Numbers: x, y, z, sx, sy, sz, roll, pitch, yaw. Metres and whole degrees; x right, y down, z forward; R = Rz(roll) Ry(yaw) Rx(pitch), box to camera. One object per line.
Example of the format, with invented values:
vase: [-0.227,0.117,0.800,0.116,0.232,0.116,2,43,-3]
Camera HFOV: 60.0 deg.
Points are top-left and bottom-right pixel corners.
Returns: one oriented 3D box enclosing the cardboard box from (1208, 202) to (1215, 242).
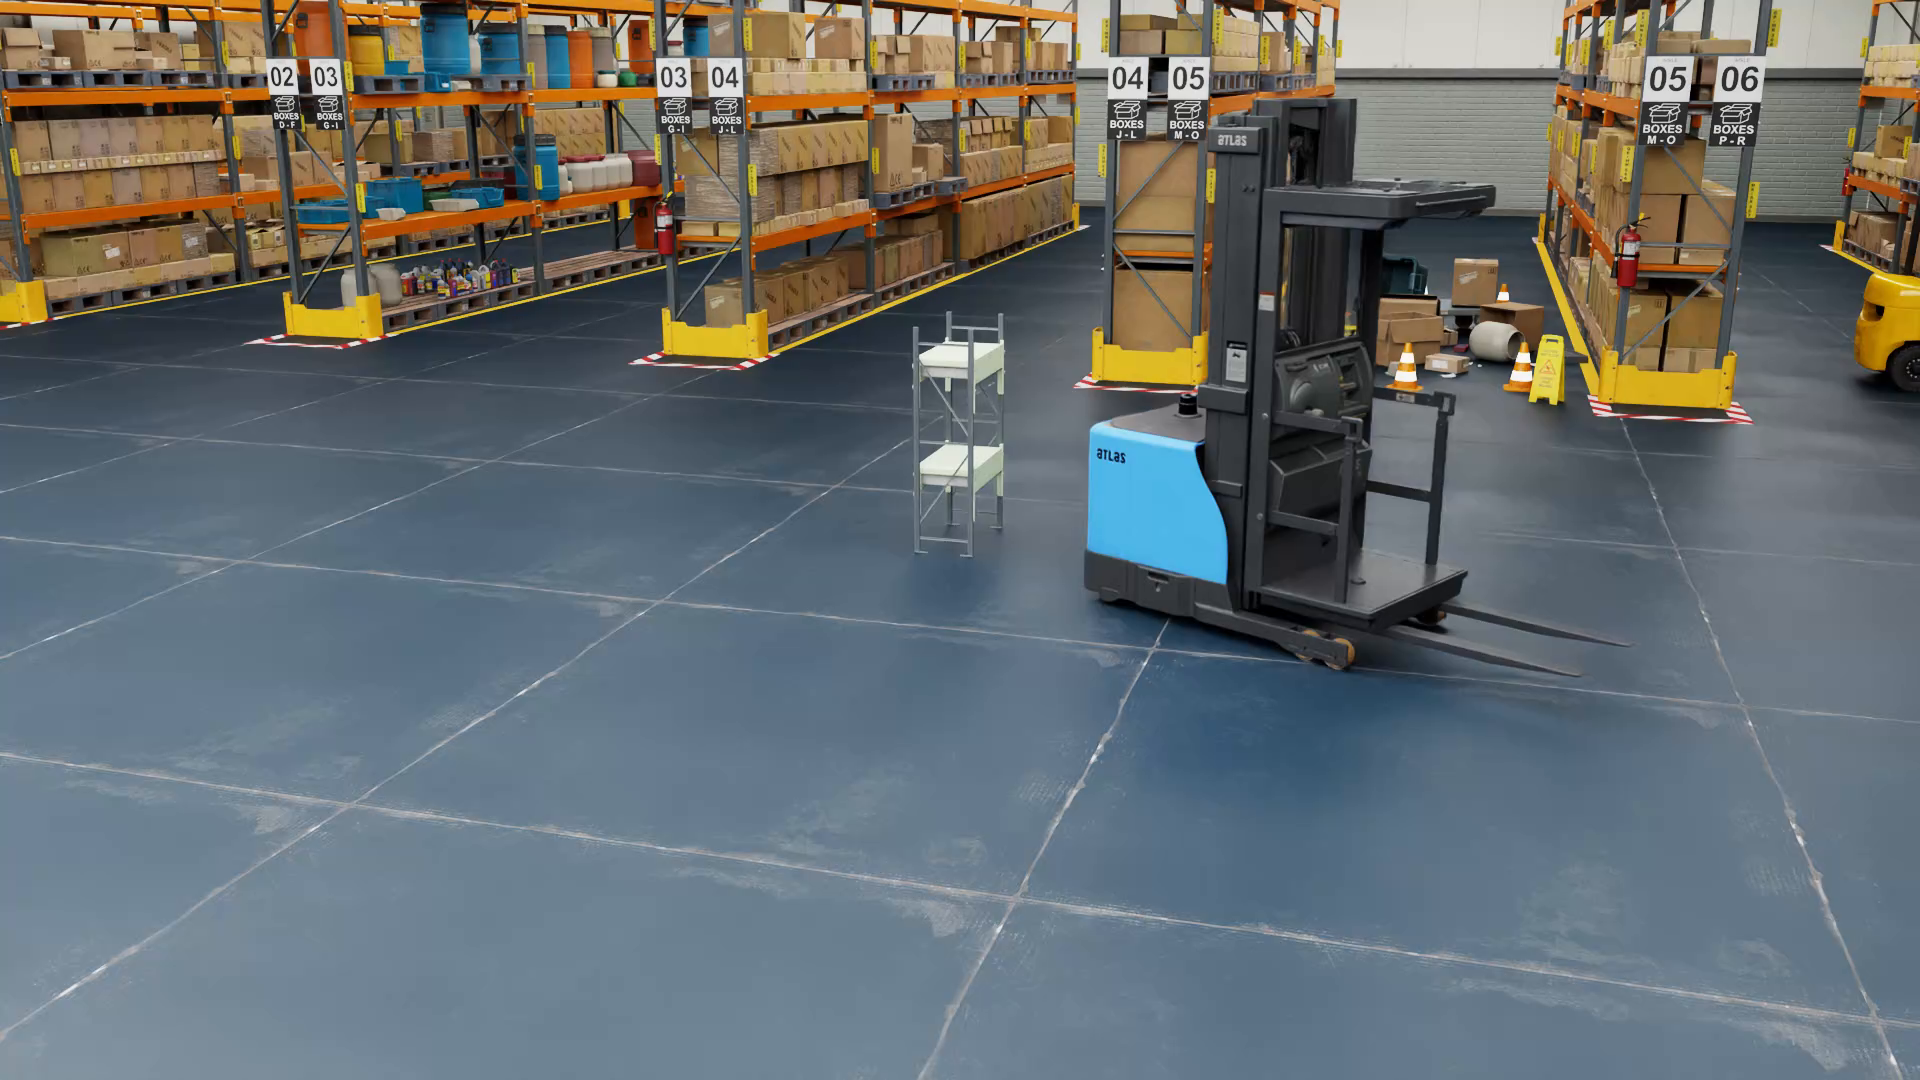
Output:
cardboard box: [2.439,-3.558,18.101,0.875,0.550,0.550,5,16,16]

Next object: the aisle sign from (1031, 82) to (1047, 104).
aisle sign: [1.515,-8.993,32.772,0.394,0.787,0.004,5,16,16]

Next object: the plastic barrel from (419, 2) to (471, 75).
plastic barrel: [-6.762,-6.579,21.840,0.600,0.901,0.708,5,16,16]

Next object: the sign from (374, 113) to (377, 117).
sign: [-12.995,-9.351,37.070,0.100,0.325,0.005,5,16,16]

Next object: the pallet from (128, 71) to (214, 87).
pallet: [-11.342,-6.505,23.431,1.003,0.211,1.213,5,16,16]

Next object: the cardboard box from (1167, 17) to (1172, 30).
cardboard box: [2.022,-5.438,17.556,0.380,0.149,0.250,5,17,16]

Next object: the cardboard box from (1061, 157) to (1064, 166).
cardboard box: [1.780,-7.261,31.892,0.380,0.149,0.250,5,17,17]

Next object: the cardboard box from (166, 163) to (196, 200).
cardboard box: [-11.388,-5.122,23.709,0.700,0.500,0.500,4,16,15]

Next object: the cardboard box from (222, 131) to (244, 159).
cardboard box: [-13.914,-7.470,31.404,0.500,0.500,0.500,5,17,17]

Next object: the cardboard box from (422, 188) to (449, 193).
cardboard box: [-9.648,-6.292,30.415,0.500,0.250,0.500,4,16,15]

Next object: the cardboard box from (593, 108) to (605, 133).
cardboard box: [-7.720,-8.728,34.589,0.500,0.500,0.500,5,17,17]

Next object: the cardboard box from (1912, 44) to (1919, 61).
cardboard box: [14.820,-7.406,25.260,0.500,0.250,0.500,5,16,16]

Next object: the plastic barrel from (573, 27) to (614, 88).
plastic barrel: [-5.681,-7.477,25.778,0.600,0.901,0.600,0,16,0]

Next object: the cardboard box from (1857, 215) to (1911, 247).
cardboard box: [15.499,-5.174,27.883,0.700,0.500,0.500,5,17,18]

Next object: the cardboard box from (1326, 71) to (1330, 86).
cardboard box: [6.210,-8.117,29.226,0.500,0.250,0.500,5,17,18]

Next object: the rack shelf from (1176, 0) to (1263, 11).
rack shelf: [2.531,-5.974,17.950,1.077,0.370,4.000,5,16,16]

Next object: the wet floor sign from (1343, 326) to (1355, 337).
wet floor sign: [3.853,-1.809,16.525,0.267,0.644,0.232,2,16,6]

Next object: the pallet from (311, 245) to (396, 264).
pallet: [-10.259,-4.822,27.943,1.003,0.211,1.213,5,16,16]

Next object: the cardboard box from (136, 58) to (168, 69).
cardboard box: [-11.205,-6.584,22.983,0.380,0.149,0.250,5,16,16]

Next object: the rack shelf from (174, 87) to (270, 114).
rack shelf: [-10.556,-6.950,26.156,1.077,0.370,4.000,5,16,16]

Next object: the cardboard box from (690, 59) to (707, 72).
cardboard box: [-2.985,-5.173,18.119,0.380,0.149,0.250,5,16,16]

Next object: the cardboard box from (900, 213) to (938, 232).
cardboard box: [-0.653,-4.799,25.152,0.500,0.250,0.500,5,17,18]

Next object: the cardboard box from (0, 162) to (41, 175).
cardboard box: [-11.943,-4.729,21.133,0.380,0.149,0.250,5,16,15]

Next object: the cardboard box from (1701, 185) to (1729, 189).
cardboard box: [7.425,-3.308,16.767,0.500,0.500,0.500,4,16,15]

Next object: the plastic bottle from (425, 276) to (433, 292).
plastic bottle: [-7.103,-3.424,22.225,0.097,0.201,0.097,0,16,0]

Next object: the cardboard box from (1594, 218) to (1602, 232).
cardboard box: [7.477,-3.613,19.032,0.380,0.149,0.250,5,16,16]

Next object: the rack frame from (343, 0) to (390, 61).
rack frame: [-9.988,-9.262,27.493,1.000,3.000,0.127,5,16,16]

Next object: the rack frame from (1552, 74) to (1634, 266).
rack frame: [10.147,-5.885,26.580,1.000,3.000,0.127,5,16,16]

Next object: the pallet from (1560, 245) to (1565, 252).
pallet: [10.438,-4.736,27.640,1.003,0.211,1.213,5,16,16]

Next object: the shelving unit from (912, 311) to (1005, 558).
shelving unit: [-0.002,-0.720,11.119,0.431,1.500,0.755,5,16,16]

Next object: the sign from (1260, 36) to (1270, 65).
sign: [3.632,-5.836,19.820,0.100,0.325,0.005,5,16,16]

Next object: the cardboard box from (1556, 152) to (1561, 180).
cardboard box: [10.175,-6.209,27.540,0.500,0.500,0.500,4,16,15]

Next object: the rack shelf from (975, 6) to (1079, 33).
rack shelf: [1.214,-9.524,30.468,1.077,0.370,4.000,5,16,16]

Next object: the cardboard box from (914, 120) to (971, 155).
cardboard box: [-0.268,-6.328,26.119,0.797,0.503,0.637,5,17,18]

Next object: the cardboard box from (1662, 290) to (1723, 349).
cardboard box: [7.238,-2.181,16.417,0.500,0.500,0.500,4,16,14]

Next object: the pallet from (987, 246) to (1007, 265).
pallet: [0.154,-4.784,27.808,1.003,0.211,1.213,5,16,16]

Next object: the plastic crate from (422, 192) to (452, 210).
plastic crate: [-7.033,-4.509,22.118,0.450,0.188,0.662,5,16,16]

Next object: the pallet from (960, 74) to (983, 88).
pallet: [-0.359,-7.132,25.825,1.213,0.211,1.003,5,17,18]

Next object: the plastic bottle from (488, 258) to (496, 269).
plastic bottle: [-6.421,-3.702,22.932,0.144,0.351,0.185,5,16,16]

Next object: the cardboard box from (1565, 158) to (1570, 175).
cardboard box: [9.320,-5.559,24.790,0.500,0.250,0.500,4,16,14]

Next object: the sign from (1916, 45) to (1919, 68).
sign: [14.385,-7.233,24.888,0.100,0.325,0.005,5,16,16]

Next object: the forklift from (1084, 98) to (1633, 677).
forklift: [2.166,-0.878,9.054,3.031,2.935,1.130,14,21,41]

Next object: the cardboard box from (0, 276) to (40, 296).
cardboard box: [-12.392,-3.325,21.826,0.500,0.250,0.500,5,16,16]

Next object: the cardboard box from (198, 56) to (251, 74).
cardboard box: [-10.940,-7.063,24.742,0.500,0.250,0.500,6,17,22]

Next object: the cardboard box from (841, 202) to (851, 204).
cardboard box: [-1.616,-4.235,21.224,0.380,0.149,0.250,5,16,16]

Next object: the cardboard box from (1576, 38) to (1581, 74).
cardboard box: [9.233,-7.015,24.115,0.500,0.500,0.500,5,17,16]

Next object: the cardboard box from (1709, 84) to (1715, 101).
cardboard box: [7.143,-4.129,15.353,0.380,0.149,0.250,5,16,16]

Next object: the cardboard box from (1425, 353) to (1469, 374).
cardboard box: [5.173,-1.873,17.661,0.250,0.149,0.380,-15,21,-41]

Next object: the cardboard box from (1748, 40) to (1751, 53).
cardboard box: [7.363,-4.716,15.961,0.380,0.149,0.250,5,16,16]

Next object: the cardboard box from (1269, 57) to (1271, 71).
cardboard box: [3.834,-6.251,21.667,0.396,0.266,0.258,5,16,16]

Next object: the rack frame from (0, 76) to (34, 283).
rack frame: [-12.261,-4.283,20.932,1.000,3.000,0.127,5,16,16]

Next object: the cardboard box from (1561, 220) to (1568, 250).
cardboard box: [10.429,-5.010,27.422,0.875,0.438,0.875,4,16,15]

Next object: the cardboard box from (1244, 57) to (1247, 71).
cardboard box: [3.014,-5.336,18.655,0.380,0.149,0.250,5,17,17]
